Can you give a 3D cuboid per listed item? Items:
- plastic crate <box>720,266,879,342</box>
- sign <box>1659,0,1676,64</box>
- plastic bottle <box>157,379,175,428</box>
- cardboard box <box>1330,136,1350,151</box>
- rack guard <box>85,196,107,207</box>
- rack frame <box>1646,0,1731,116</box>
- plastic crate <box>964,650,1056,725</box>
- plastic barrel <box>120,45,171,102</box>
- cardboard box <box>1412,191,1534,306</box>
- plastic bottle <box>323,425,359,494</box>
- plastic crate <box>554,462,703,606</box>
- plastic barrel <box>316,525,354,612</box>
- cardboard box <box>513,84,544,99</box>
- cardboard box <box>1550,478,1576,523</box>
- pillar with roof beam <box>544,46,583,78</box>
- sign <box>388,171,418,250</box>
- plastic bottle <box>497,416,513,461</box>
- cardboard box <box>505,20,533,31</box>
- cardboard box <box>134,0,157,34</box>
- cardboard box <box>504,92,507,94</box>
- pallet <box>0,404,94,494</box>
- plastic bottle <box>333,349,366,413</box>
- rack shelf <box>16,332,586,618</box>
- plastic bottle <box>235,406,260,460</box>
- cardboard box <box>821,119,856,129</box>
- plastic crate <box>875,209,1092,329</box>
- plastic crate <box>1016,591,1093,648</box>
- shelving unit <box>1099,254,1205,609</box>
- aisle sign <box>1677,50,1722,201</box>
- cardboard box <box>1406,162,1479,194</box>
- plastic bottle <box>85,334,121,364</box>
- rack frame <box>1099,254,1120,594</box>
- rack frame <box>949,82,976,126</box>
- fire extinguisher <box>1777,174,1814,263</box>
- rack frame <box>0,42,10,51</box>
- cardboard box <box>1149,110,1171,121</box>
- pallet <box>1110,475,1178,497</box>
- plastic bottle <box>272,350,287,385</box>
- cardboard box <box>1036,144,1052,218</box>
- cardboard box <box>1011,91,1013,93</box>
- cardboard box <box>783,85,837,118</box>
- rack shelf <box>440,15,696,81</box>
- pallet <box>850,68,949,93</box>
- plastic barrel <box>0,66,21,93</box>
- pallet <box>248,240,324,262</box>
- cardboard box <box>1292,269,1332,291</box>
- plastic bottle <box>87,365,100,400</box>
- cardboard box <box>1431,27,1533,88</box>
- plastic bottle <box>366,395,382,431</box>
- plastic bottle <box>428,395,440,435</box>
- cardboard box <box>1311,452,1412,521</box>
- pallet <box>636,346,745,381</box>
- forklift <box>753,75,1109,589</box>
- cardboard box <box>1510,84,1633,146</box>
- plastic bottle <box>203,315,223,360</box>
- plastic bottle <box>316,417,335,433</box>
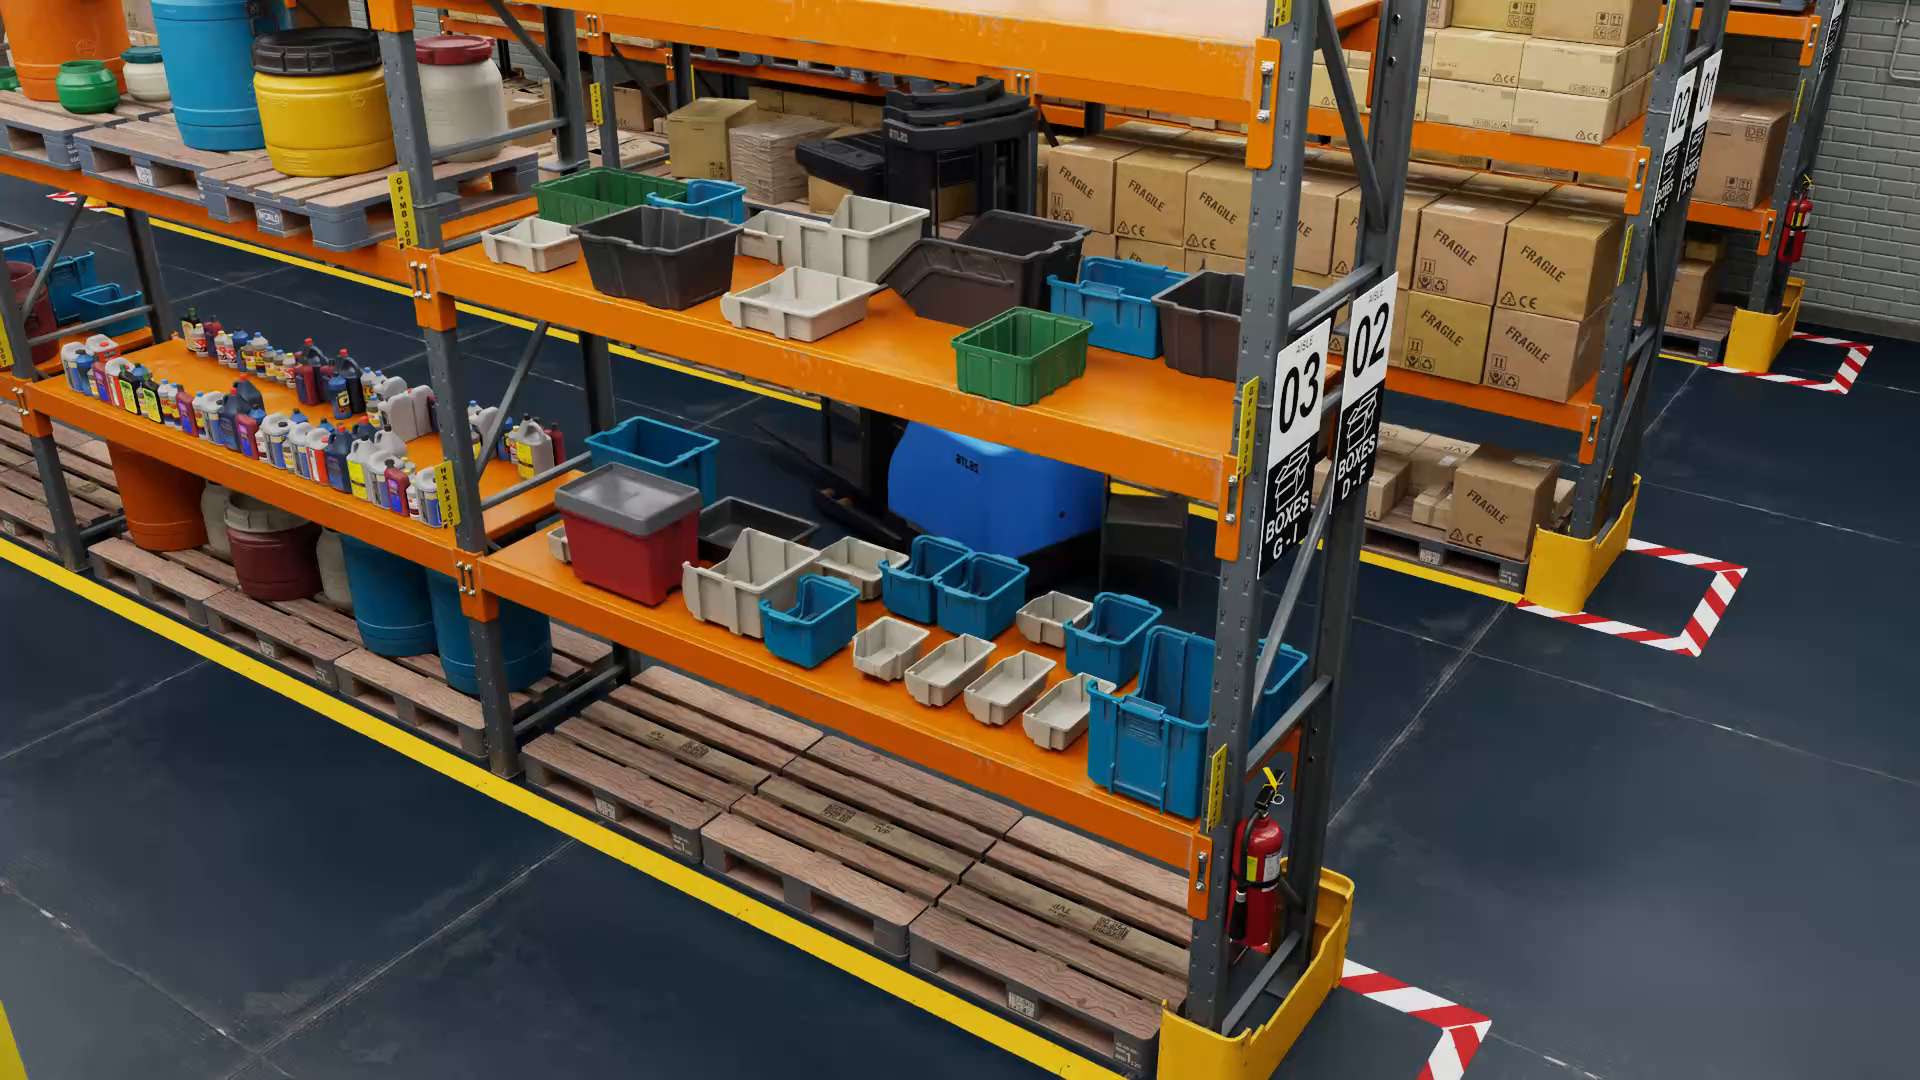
[{"bbox_3d":[-0.647,-0.923,6.513,0.530,0.136,0.437,17,32,30],"label":"plastic crate"},{"bbox_3d":[3.674,-2.645,8.632,0.005,0.325,0.100,17,32,30],"label":"sign"},{"bbox_3d":[-4.462,-0.778,9.388,0.097,0.271,0.097,0,27,0],"label":"plastic bottle"},{"bbox_3d":[3.947,-3.985,15.216,0.700,0.700,0.980,18,32,31],"label":"cardboard box"},{"bbox_3d":[-9.204,-4.117,18.563,0.348,0.500,1.175,17,32,30],"label":"rack guard"},{"bbox_3d":[4.005,-3.790,8.550,0.127,3.000,1.000,17,32,30],"label":"rack frame"},{"bbox_3d":[0.192,0.604,6.755,0.243,0.136,0.396,17,32,30],"label":"plastic crate"},{"bbox_3d":[-4.430,-2.562,9.133,0.301,0.262,0.301,0,27,0],"label":"plastic barrel"},{"bbox_3d":[3.065,-1.747,9.938,0.500,0.500,0.500,18,32,32],"label":"cardboard box"},{"bbox_3d":[-3.195,-0.432,8.620,0.185,0.351,0.144,17,32,30],"label":"plastic bottle"},{"bbox_3d":[-1.506,-0.025,7.629,0.583,0.464,0.402,17,32,30],"label":"plastic crate"},{"bbox_3d":[-3.537,0.123,9.756,0.421,0.512,0.421,0,27,0],"label":"plastic barrel"},{"bbox_3d":[-5.393,-5.718,21.432,0.500,0.311,0.500,20,33,34],"label":"cardboard box"},{"bbox_3d":[3.854,-0.278,10.921,0.250,0.149,0.380,17,32,30],"label":"cardboard box"},{"bbox_3d":[-7.753,-8.286,17.384,0.400,9.000,9.100,17,32,30],"label":"pillar with roof beam"},{"bbox_3d":[-2.413,-1.428,7.206,0.005,0.325,0.100,17,32,30],"label":"sign"},{"bbox_3d":[-2.456,-0.571,8.981,0.097,0.271,0.097,0,27,0],"label":"plastic bottle"},{"bbox_3d":[-5.307,-6.515,20.662,0.500,0.250,0.500,17,31,30],"label":"cardboard box"},{"bbox_3d":[-7.910,-5.447,16.880,0.500,0.500,0.700,17,32,31],"label":"cardboard box"},{"bbox_3d":[-4.416,-3.775,15.025,0.500,0.500,0.500,17,32,30],"label":"cardboard box"},{"bbox_3d":[-7.015,-0.604,11.978,1.213,0.211,1.003,17,32,30],"label":"pallet"},{"bbox_3d":[-3.510,-0.922,9.582,0.185,0.351,0.144,17,32,30],"label":"plastic bottle"},{"bbox_3d":[-3.749,-0.486,9.464,4.000,0.370,1.077,17,32,30],"label":"rack shelf"},{"bbox_3d":[-3.843,-0.581,8.987,0.133,0.283,0.061,17,32,30],"label":"plastic bottle"},{"bbox_3d":[-1.195,-4.564,18.956,0.500,0.500,0.700,17,32,30],"label":"cardboard box"},{"bbox_3d":[0.094,-1.070,6.580,0.767,0.338,0.504,17,32,30],"label":"plastic crate"},{"bbox_3d":[0.403,0.351,7.251,0.298,0.136,0.250,17,32,30],"label":"plastic crate"},{"bbox_3d":[1.134,-0.622,9.931,0.503,2.100,0.431,4,27,8],"label":"shelving unit"},{"bbox_3d":[4.227,-2.367,9.502,0.004,0.787,0.394,17,32,30],"label":"aisle sign"},{"bbox_3d":[2.943,-2.081,10.593,0.500,0.500,0.500,18,32,31],"label":"cardboard box"},{"bbox_3d":[-5.137,-1.089,9.994,0.135,0.276,0.152,17,32,30],"label":"plastic bottle"},{"bbox_3d":[0.893,-0.640,9.966,0.015,2.100,0.400,4,27,8],"label":"rack frame"},{"bbox_3d":[0.212,-5.024,17.588,0.127,3.000,1.000,17,32,30],"label":"rack frame"},{"bbox_3d":[6.669,-2.557,13.238,0.183,0.674,0.296,17,32,30],"label":"fire extinguisher"},{"bbox_3d":[-5.397,-3.993,8.949,0.127,3.000,1.000,17,32,30],"label":"rack frame"},{"bbox_3d":[2.048,-4.217,16.258,0.250,0.149,0.380,16,31,29],"label":"cardboard box"},{"bbox_3d":[1.273,-0.724,12.214,1.213,0.211,1.003,17,32,30],"label":"pallet"},{"bbox_3d":[-4.066,-1.041,9.982,0.097,0.201,0.097,0,27,0],"label":"plastic bottle"},{"bbox_3d":[0.444,-2.581,12.214,0.500,0.500,0.700,7,28,13],"label":"cardboard box"},{"bbox_3d":[0.726,-4.582,16.974,0.250,0.149,0.380,18,32,32],"label":"cardboard box"},{"bbox_3d":[-1.673,-5.040,19.065,0.500,0.250,0.500,16,31,29],"label":"cardboard box"},{"bbox_3d":[-4.734,-6.244,20.779,4.000,0.370,1.077,17,32,30],"label":"rack shelf"},{"bbox_3d":[-0.436,-5.081,17.913,1.003,0.211,1.213,17,32,30],"label":"pallet"},{"bbox_3d":[-5.630,-2.632,9.752,0.294,0.245,0.294,0,27,0],"label":"plastic barrel"},{"bbox_3d":[-6.519,-3.175,17.030,1.213,0.211,1.003,17,32,30],"label":"pallet"},{"bbox_3d":[2.228,-1.566,10.683,0.500,0.500,0.500,17,31,30],"label":"cardboard box"},{"bbox_3d":[-5.063,-0.934,9.772,0.097,0.201,0.097,0,27,0],"label":"plastic bottle"},{"bbox_3d":[3.025,-2.774,9.475,0.500,0.250,0.500,17,32,30],"label":"cardboard box"},{"bbox_3d":[-3.275,-0.711,9.333,0.097,0.201,0.097,0,27,0],"label":"plastic bottle"},{"bbox_3d":[-2.893,-0.722,9.265,0.133,0.283,0.061,17,32,30],"label":"plastic bottle"},{"bbox_3d":[2.651,-0.390,11.029,0.500,0.250,0.500,17,32,30],"label":"cardboard box"},{"bbox_3d":[-1.996,-1.722,14.175,1.213,0.211,1.003,17,32,30],"label":"pallet"},{"bbox_3d":[-0.339,-1.544,10.826,1.130,2.935,3.031,-19,33,-33],"label":"forklift"},{"bbox_3d":[3.432,-2.420,9.330,0.500,0.250,0.500,17,32,30],"label":"cardboard box"},{"bbox_3d":[-4.632,-1.264,10.329,0.133,0.283,0.061,17,32,30],"label":"plastic bottle"},{"bbox_3d":[-3.380,-0.525,8.890,0.097,0.271,0.097,0,27,0],"label":"plastic bottle"}]
